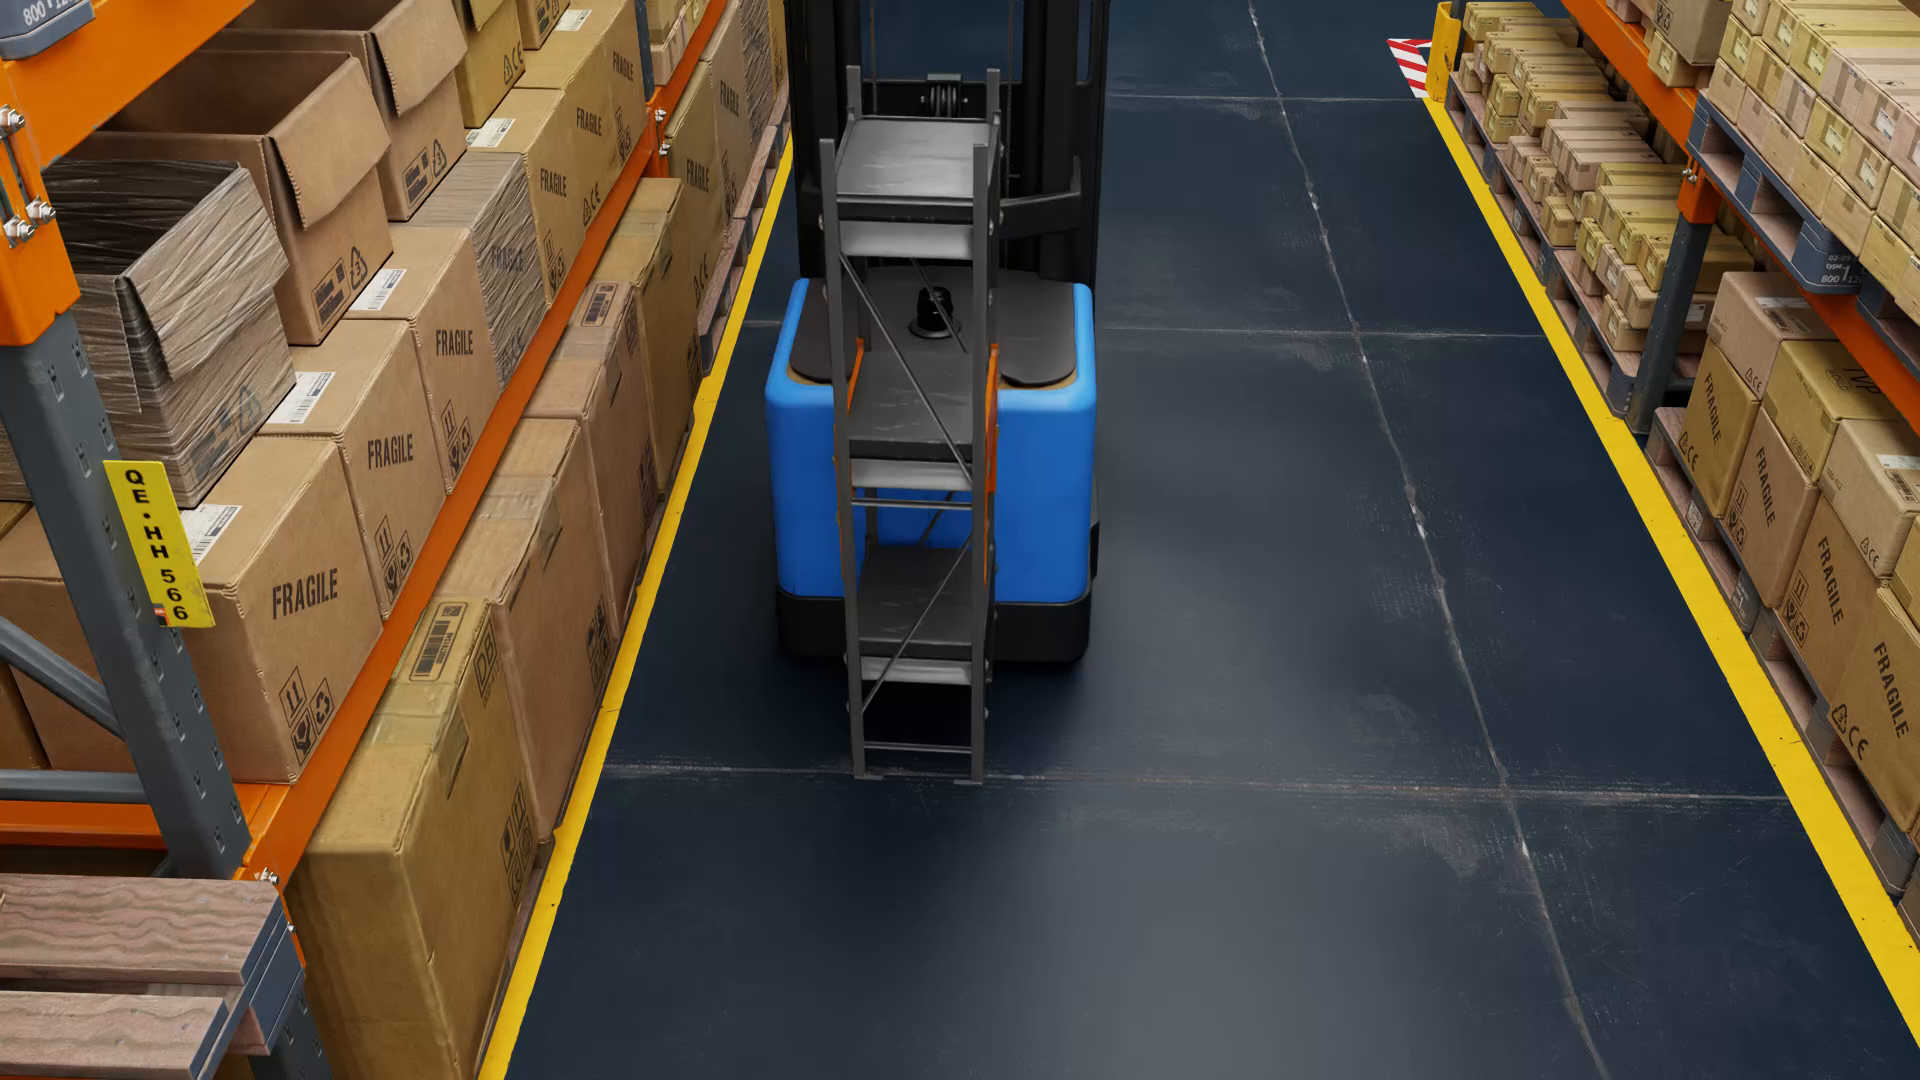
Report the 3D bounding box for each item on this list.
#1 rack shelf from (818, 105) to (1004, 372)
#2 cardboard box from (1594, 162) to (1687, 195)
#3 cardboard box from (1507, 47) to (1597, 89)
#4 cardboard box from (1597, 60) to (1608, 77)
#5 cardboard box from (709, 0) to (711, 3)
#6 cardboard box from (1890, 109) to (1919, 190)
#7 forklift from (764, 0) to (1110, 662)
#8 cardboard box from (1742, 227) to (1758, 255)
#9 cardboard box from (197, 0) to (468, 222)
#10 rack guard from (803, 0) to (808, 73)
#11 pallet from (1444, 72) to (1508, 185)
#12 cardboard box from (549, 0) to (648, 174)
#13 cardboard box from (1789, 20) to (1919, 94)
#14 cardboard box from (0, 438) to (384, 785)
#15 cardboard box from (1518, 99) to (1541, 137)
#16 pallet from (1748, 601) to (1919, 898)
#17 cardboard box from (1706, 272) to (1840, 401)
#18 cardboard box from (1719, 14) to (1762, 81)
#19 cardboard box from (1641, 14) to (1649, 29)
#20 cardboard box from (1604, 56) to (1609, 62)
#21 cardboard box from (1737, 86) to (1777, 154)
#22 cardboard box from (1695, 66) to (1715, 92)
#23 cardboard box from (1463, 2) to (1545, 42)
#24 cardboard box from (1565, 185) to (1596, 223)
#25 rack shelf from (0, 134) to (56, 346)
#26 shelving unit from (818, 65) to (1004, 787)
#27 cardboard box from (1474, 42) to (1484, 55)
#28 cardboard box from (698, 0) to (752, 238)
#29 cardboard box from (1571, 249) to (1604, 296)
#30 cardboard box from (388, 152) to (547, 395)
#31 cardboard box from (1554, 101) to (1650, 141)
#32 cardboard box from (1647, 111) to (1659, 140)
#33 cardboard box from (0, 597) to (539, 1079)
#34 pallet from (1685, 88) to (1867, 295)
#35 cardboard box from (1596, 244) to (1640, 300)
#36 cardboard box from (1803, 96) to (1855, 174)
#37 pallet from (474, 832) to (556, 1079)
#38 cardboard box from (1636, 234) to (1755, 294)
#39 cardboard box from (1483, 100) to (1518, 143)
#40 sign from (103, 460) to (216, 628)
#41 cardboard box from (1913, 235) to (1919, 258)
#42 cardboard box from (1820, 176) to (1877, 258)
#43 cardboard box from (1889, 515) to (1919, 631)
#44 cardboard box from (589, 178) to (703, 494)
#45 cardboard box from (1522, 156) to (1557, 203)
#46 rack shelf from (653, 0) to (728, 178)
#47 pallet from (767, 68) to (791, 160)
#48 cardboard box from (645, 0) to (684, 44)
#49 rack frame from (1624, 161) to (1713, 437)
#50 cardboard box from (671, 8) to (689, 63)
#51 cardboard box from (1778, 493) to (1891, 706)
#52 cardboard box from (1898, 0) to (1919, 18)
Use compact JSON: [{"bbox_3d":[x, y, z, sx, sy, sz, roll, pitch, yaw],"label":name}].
[{"bbox_3d":[-0.114,-0.792,4.349,0.431,0.518,0.480,3,36,4],"label":"rack shelf"},{"bbox_3d":[3.092,-1.578,7.483,0.380,0.149,0.250,2,35,3],"label":"cardboard box"},{"bbox_3d":[3.119,-2.487,8.776,0.380,0.149,0.250,0,35,0],"label":"cardboard box"},{"bbox_3d":[3.681,-2.497,9.050,0.380,0.149,0.250,0,35,0],"label":"cardboard box"},{"bbox_3d":[-1.293,-2.513,7.435,0.380,0.149,0.250,1,35,1],"label":"cardboard box"},{"bbox_3d":[2.749,-1.034,4.449,0.380,0.149,0.250,3,35,4],"label":"cardboard box"},{"bbox_3d":[-0.033,-1.612,5.995,1.130,2.935,3.031,1,35,2],"label":"forklift"},{"bbox_3d":[3.567,-1.279,7.058,0.380,0.149,0.250,3,35,4],"label":"cardboard box"},{"bbox_3d":[-1.742,-1.186,4.369,0.797,0.503,0.637,2,35,3],"label":"cardboard box"},{"bbox_3d":[-1.515,-3.142,10.286,1.175,0.500,0.348,1,35,2],"label":"rack guard"},{"bbox_3d":[3.365,-2.328,9.379,1.003,0.211,1.213,1,35,2],"label":"pallet"},{"bbox_3d":[-1.422,-1.619,5.858,0.500,0.500,0.500,1,35,2],"label":"cardboard box"},{"bbox_3d":[2.782,-1.469,5.068,0.380,0.149,0.250,2,35,2],"label":"cardboard box"},{"bbox_3d":[-1.546,0.131,3.367,0.500,0.500,0.500,2,35,3],"label":"cardboard box"},{"bbox_3d":[3.135,-2.212,8.644,0.380,0.149,0.250,0,35,0],"label":"cardboard box"},{"bbox_3d":[3.199,0.611,5.197,1.003,0.211,1.213,1,35,2],"label":"pallet"},{"bbox_3d":[2.982,-0.718,5.819,0.500,0.250,0.500,0,35,0],"label":"cardboard box"},{"bbox_3d":[2.800,-1.655,5.591,0.380,0.149,0.250,2,35,3],"label":"cardboard box"},{"bbox_3d":[3.104,-2.196,6.985,0.380,0.149,0.250,0,35,1],"label":"cardboard box"},{"bbox_3d":[3.717,-2.622,8.969,0.380,0.149,0.250,1,35,1],"label":"cardboard box"},{"bbox_3d":[2.795,-1.374,5.450,0.380,0.149,0.250,2,35,3],"label":"cardboard box"},{"bbox_3d":[3.053,-1.747,6.345,0.380,0.149,0.250,1,35,1],"label":"cardboard box"},{"bbox_3d":[3.076,-2.934,9.413,0.380,0.149,0.250,0,35,0],"label":"cardboard box"},{"bbox_3d":[3.061,-1.594,7.765,0.380,0.149,0.250,2,35,3],"label":"cardboard box"},{"bbox_3d":[-1.917,0.661,0.717,1.077,0.370,4.000,1,35,2],"label":"rack shelf"},{"bbox_3d":[-0.113,-0.238,4.754,0.431,2.100,0.503,3,36,4],"label":"shelving unit"},{"bbox_3d":[3.159,-2.810,9.496,0.380,0.149,0.250,3,35,4],"label":"cardboard box"},{"bbox_3d":[-1.534,-2.050,8.041,0.875,0.875,0.875,1,35,2],"label":"cardboard box"},{"bbox_3d":[2.991,-1.220,7.491,0.380,0.149,0.250,0,35,0],"label":"cardboard box"},{"bbox_3d":[-1.488,-0.747,4.617,0.500,0.500,0.500,1,35,2],"label":"cardboard box"},{"bbox_3d":[3.128,-2.031,8.128,0.380,0.149,0.250,1,35,2],"label":"cardboard box"},{"bbox_3d":[3.585,-2.019,8.112,0.380,0.149,0.250,1,35,2],"label":"cardboard box"},{"bbox_3d":[-1.788,0.747,4.061,1.225,0.875,0.875,0,35,0],"label":"cardboard box"},{"bbox_3d":[3.099,-1.166,5.467,1.003,0.211,1.213,1,35,2],"label":"pallet"},{"bbox_3d":[2.969,-1.151,7.135,0.380,0.149,0.250,0,35,0],"label":"cardboard box"},{"bbox_3d":[2.772,-1.209,4.956,0.380,0.149,0.250,0,35,0],"label":"cardboard box"},{"bbox_3d":[-1.730,1.135,4.452,1.003,0.211,1.213,1,35,2],"label":"pallet"},{"bbox_3d":[3.030,-1.139,6.859,0.380,0.149,0.250,2,35,3],"label":"cardboard box"},{"bbox_3d":[3.044,-2.251,8.958,0.380,0.149,0.250,2,35,2],"label":"cardboard box"},{"bbox_3d":[-1.294,0.011,2.687,0.100,0.325,0.005,1,35,2],"label":"sign"},{"bbox_3d":[2.739,-0.757,4.312,0.380,0.149,0.250,1,35,1],"label":"cardboard box"},{"bbox_3d":[2.760,-0.940,4.832,0.380,0.149,0.250,0,35,0],"label":"cardboard box"},{"bbox_3d":[2.926,0.181,4.540,0.500,0.250,0.500,2,35,3],"label":"cardboard box"},{"bbox_3d":[-1.682,-0.787,6.244,1.225,0.875,0.875,1,35,2],"label":"cardboard box"},{"bbox_3d":[3.047,-1.801,8.318,0.380,0.149,0.250,1,35,2],"label":"cardboard box"},{"bbox_3d":[-1.596,-2.708,8.120,1.077,0.370,4.000,1,35,2],"label":"rack shelf"},{"bbox_3d":[-1.470,-2.549,9.693,1.003,0.211,1.213,1,35,2],"label":"pallet"},{"bbox_3d":[-1.396,-2.177,6.611,0.500,0.250,0.500,1,35,1],"label":"cardboard box"},{"bbox_3d":[3.276,-1.680,6.032,1.000,3.000,0.127,1,35,2],"label":"rack frame"},{"bbox_3d":[-1.322,-2.063,6.796,0.380,0.149,0.250,0,35,0],"label":"cardboard box"},{"bbox_3d":[2.954,0.194,5.173,0.500,0.500,0.500,2,35,3],"label":"cardboard box"},{"bbox_3d":[3.547,-2.122,6.314,0.500,0.500,0.500,1,35,1],"label":"cardboard box"}]
